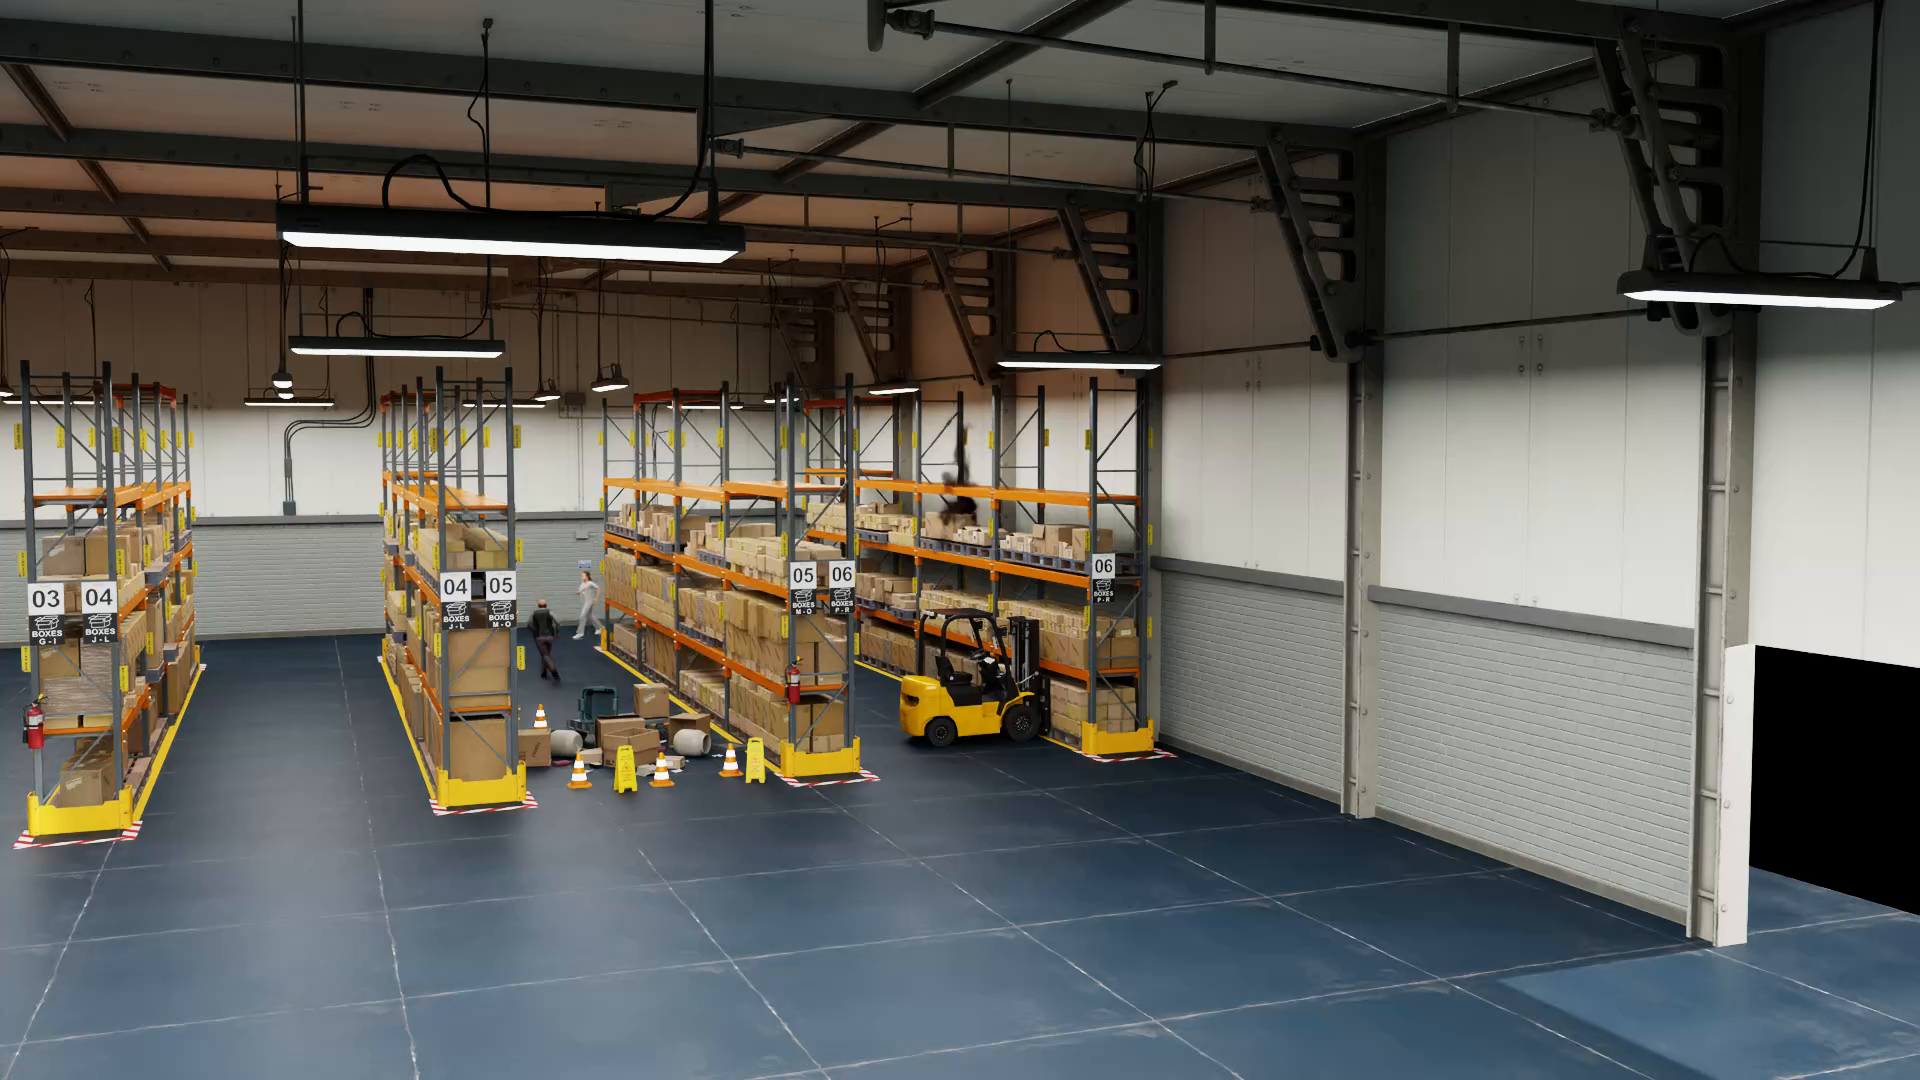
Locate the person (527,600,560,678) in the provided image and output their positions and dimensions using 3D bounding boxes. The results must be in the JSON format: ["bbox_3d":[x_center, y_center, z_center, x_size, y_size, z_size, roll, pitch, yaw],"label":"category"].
[{"bbox_3d":[-8.678,2.108,34.769,0.652,1.686,0.822,-2,4,-25],"label":"person"}]

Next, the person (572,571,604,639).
[{"bbox_3d":[-9.373,1.618,41.918,0.948,1.678,0.551,-3,5,-44],"label":"person"}]
